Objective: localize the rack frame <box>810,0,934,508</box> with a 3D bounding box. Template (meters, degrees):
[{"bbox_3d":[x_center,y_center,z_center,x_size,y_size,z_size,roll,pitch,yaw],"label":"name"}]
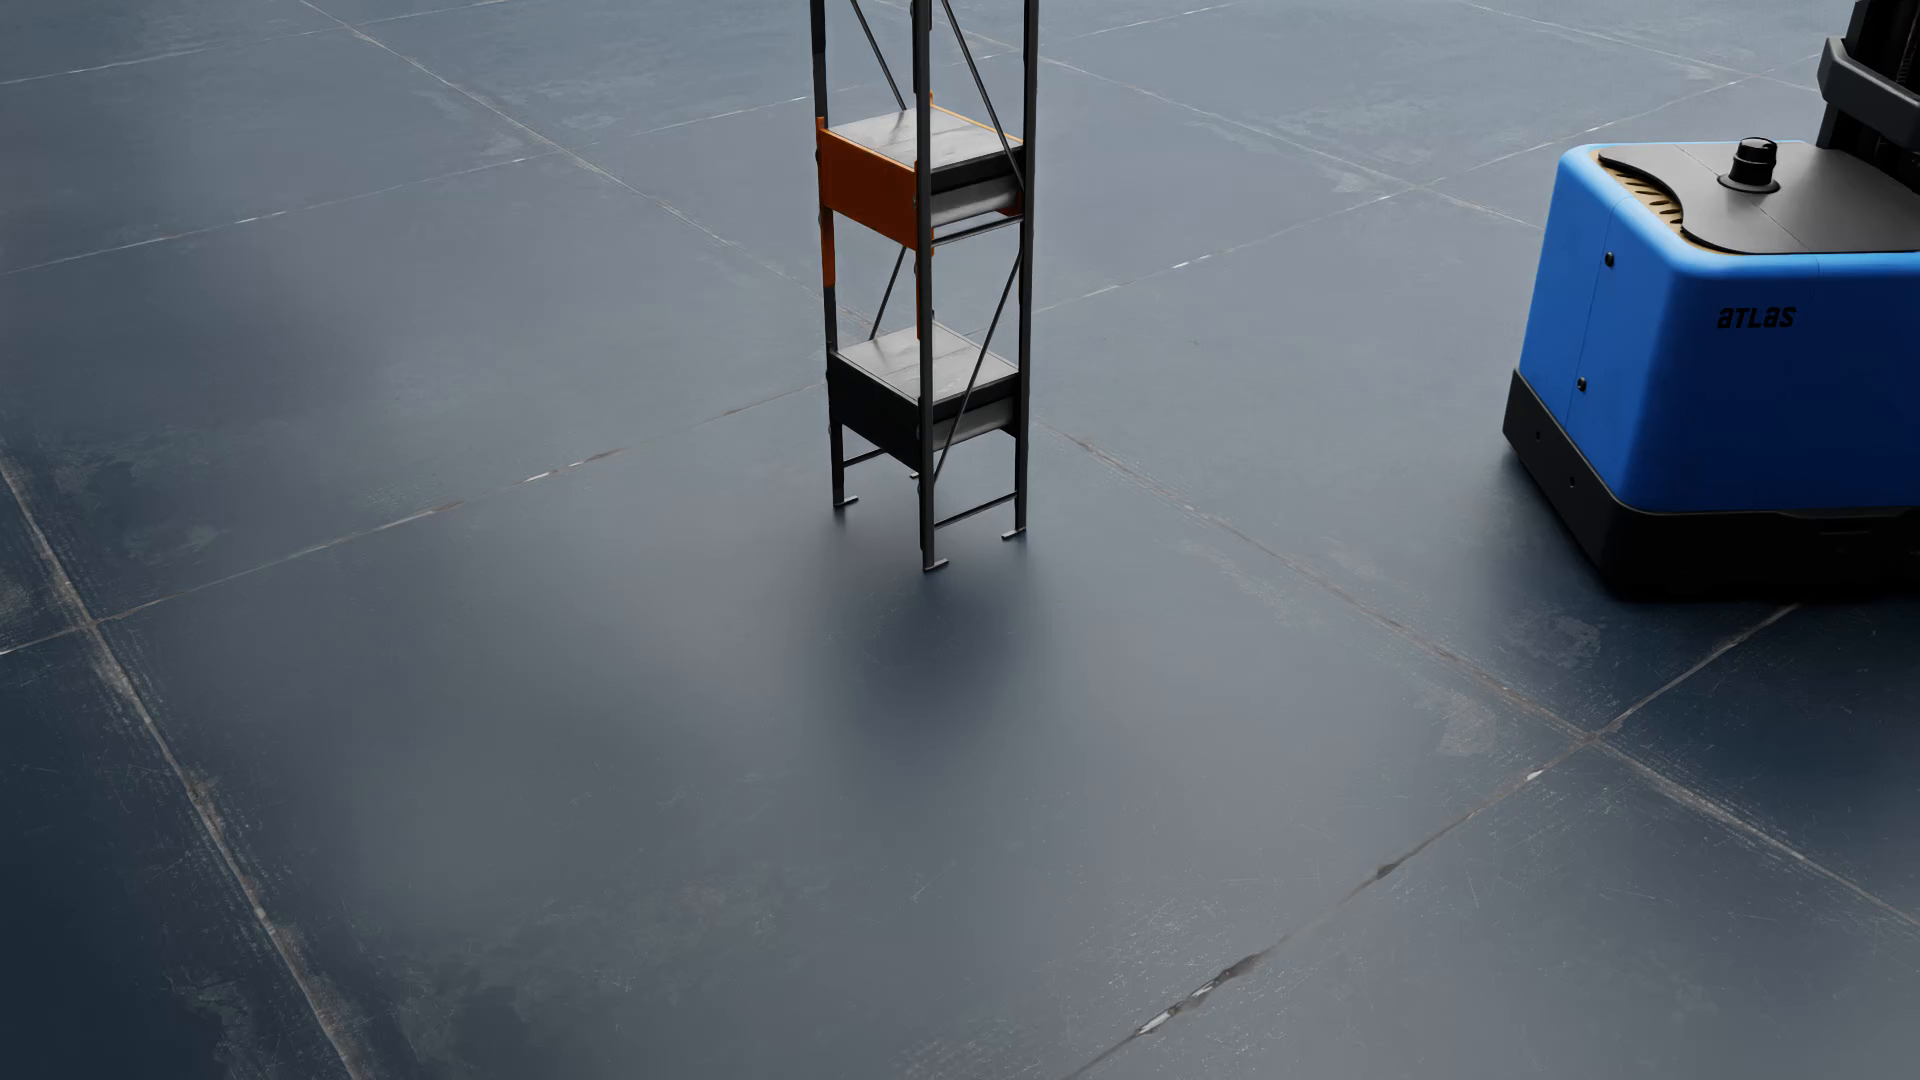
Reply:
[{"bbox_3d":[-0.251,-1.063,4.971,0.400,2.100,0.015,-22,38,-31],"label":"rack frame"}]

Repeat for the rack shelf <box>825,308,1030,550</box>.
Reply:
[{"bbox_3d":[-0.101,-0.355,5.184,0.431,0.518,0.480,-22,38,-31],"label":"rack shelf"}]

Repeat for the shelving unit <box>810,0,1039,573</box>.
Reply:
[{"bbox_3d":[-0.101,-0.961,4.807,0.431,2.100,0.503,-22,38,-31],"label":"shelving unit"}]

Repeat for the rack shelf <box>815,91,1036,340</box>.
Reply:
[{"bbox_3d":[-0.101,-0.949,4.814,0.431,0.518,0.480,-22,38,-31],"label":"rack shelf"}]

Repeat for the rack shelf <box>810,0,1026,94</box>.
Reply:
[{"bbox_3d":[-0.101,-1.544,4.445,0.431,0.518,0.480,-22,38,-31],"label":"rack shelf"}]

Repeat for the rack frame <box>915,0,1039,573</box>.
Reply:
[{"bbox_3d":[0.048,-0.859,4.643,0.400,2.100,0.015,-22,38,-31],"label":"rack frame"}]

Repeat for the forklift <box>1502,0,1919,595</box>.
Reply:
[{"bbox_3d":[3.397,-1.368,4.675,3.031,2.935,1.130,-2,32,-3],"label":"forklift"}]
